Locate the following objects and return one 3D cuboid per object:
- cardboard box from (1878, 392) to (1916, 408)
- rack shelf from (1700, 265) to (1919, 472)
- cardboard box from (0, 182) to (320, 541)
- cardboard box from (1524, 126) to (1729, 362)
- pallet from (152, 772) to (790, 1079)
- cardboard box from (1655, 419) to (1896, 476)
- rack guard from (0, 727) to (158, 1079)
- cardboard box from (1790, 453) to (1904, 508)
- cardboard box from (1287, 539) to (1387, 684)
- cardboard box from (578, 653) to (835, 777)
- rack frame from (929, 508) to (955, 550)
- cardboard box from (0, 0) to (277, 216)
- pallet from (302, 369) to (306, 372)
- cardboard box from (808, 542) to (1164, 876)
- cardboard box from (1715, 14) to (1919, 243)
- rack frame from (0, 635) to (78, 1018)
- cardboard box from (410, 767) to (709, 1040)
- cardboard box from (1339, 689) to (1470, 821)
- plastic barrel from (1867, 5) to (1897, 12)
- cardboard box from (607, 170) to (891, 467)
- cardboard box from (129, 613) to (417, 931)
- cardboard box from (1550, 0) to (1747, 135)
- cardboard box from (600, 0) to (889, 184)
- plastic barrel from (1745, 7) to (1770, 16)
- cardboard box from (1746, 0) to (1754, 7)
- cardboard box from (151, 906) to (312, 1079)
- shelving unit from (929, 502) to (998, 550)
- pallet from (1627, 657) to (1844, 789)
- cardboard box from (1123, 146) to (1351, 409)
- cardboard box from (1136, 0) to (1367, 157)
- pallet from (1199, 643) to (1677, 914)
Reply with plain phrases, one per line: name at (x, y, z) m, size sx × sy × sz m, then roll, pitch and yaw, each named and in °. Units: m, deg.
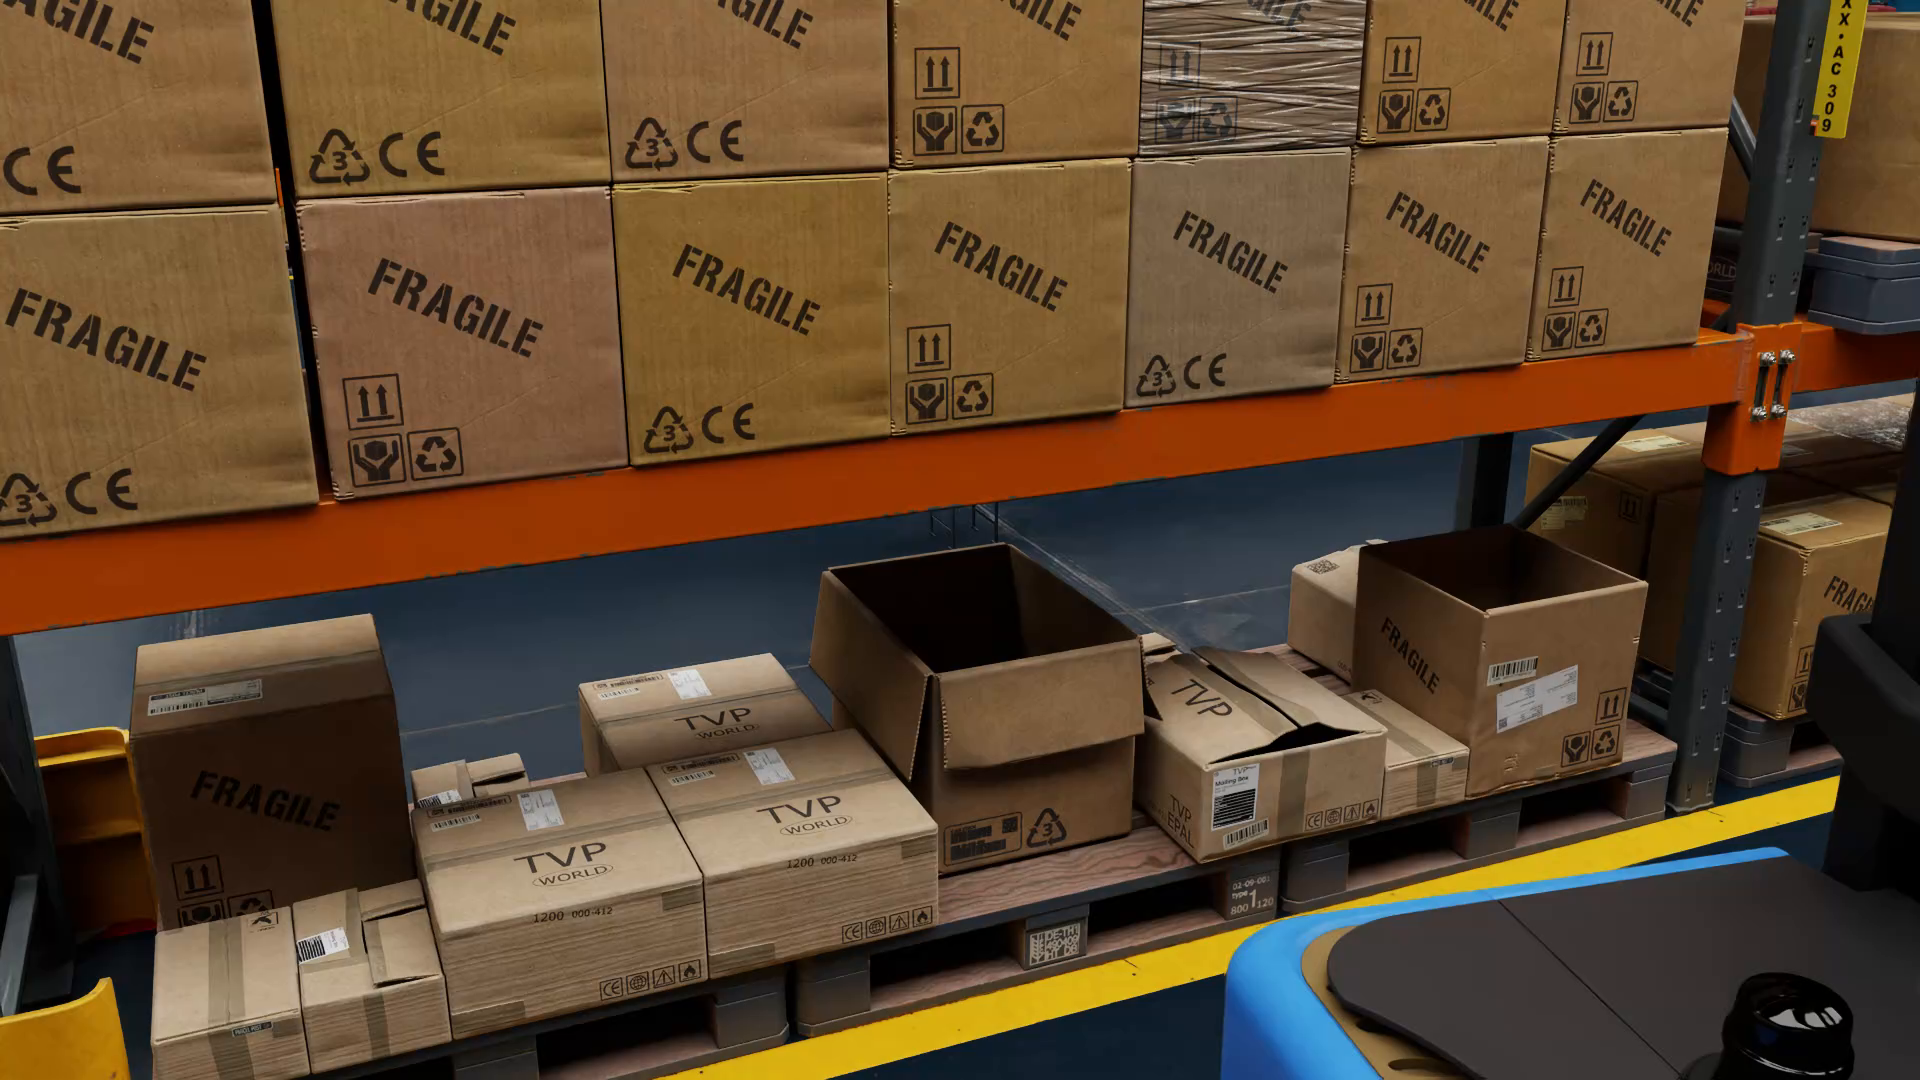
cardboard box at (3.495, -0.215, 5.718) m, size 0.500 × 0.500 × 0.500 m, roll -9°, pitch 21°, yaw -24°
rack shelf at (3.608, -0.762, 5.253) m, size 4.000 × 0.370 × 1.077 m, roll -8°, pitch 21°, yaw -22°
cardboard box at (-1.390, -0.337, 2.813) m, size 0.500 × 0.500 × 0.500 m, roll -8°, pitch 21°, yaw -21°
cardboard box at (1.414, -0.742, 3.961) m, size 0.500 × 0.500 × 0.500 m, roll -8°, pitch 21°, yaw -21°
pallet at (-1.100, 0.888, 3.682) m, size 1.213 × 0.211 × 1.003 m, roll -8°, pitch 21°, yaw -22°
cardboard box at (2.568, -0.082, 5.339) m, size 0.500 × 0.500 × 0.500 m, roll -8°, pitch 21°, yaw -22°
rack guard at (-1.832, 0.857, 3.336) m, size 0.348 × 0.500 × 1.175 m, roll -8°, pitch 21°, yaw -22°
cardboard box at (2.797, 0.070, 4.907) m, size 0.500 × 0.500 × 0.500 m, roll -8°, pitch 21°, yaw -21°
cardboard box at (1.300, 0.212, 4.791) m, size 0.500 × 0.311 × 0.500 m, roll -8°, pitch 21°, yaw -22°
cardboard box at (-0.616, 0.515, 4.021) m, size 0.500 × 0.250 × 0.500 m, roll -8°, pitch 21°, yaw -22°
rack frame at (-0.071, -0.556, 6.294) m, size 0.006 × 1.200 × 0.240 m, roll -8°, pitch 21°, yaw -22°
cardboard box at (-1.390, -0.809, 2.647) m, size 0.500 × 0.500 × 0.500 m, roll -7°, pitch 21°, yaw -20°
pallet at (-3.088, -0.605, 7.921) m, size 1.213 × 0.211 × 1.003 m, roll -8°, pitch 21°, yaw -22°
cardboard box at (0.048, 0.380, 4.022) m, size 0.637 × 0.503 × 0.797 m, roll -8°, pitch 21°, yaw -22°
cardboard box at (2.295, -1.078, 4.283) m, size 0.500 × 0.500 × 0.700 m, roll -17°, pitch 26°, yaw -40°
rack frame at (-1.902, -0.312, 2.892) m, size 0.127 × 3.000 × 1.000 m, roll -8°, pitch 21°, yaw -22°
cardboard box at (-0.831, 0.726, 3.420) m, size 0.500 × 0.250 × 0.500 m, roll -8°, pitch 21°, yaw -22°
cardboard box at (1.040, 0.528, 4.136) m, size 0.250 × 0.149 × 0.380 m, roll -8°, pitch 21°, yaw -22°
plastic barrel at (6.193, -3.407, 11.477) m, size 0.433 × 0.535 × 0.433 m, roll 0°, pitch 19°, yaw 0°
cardboard box at (-0.456, -0.472, 3.195) m, size 0.500 × 0.500 × 0.500 m, roll -8°, pitch 21°, yaw -22°
cardboard box at (-1.500, 0.513, 3.651) m, size 0.500 × 0.500 × 0.500 m, roll -8°, pitch 21°, yaw -22°
cardboard box at (1.409, -1.212, 3.791) m, size 0.500 × 0.500 × 0.500 m, roll -8°, pitch 21°, yaw -22°
cardboard box at (-0.451, -0.944, 3.031) m, size 0.500 × 0.500 × 0.500 m, roll -8°, pitch 21°, yaw -21°
plastic barrel at (5.122, -3.253, 11.041) m, size 0.433 × 0.535 × 0.433 m, roll 0°, pitch 19°, yaw 0°
cardboard box at (7.466, -5.407, 16.763) m, size 0.500 × 0.500 × 0.875 m, roll -8°, pitch 21°, yaw -22°
cardboard box at (-1.381, 0.875, 3.151) m, size 0.250 × 0.149 × 0.380 m, roll -8°, pitch 21°, yaw -22°
shelving unit at (0.013, -0.568, 6.328) m, size 0.189 × 1.200 × 0.258 m, roll -8°, pitch 21°, yaw -22°
pallet at (2.503, 0.358, 5.186) m, size 1.213 × 0.211 × 1.003 m, roll -8°, pitch 21°, yaw -22°
cardboard box at (0.470, -0.605, 3.573) m, size 0.500 × 0.500 × 0.500 m, roll -8°, pitch 21°, yaw -21°
cardboard box at (0.477, -1.077, 3.409) m, size 0.500 × 0.500 × 0.500 m, roll -8°, pitch 21°, yaw -21°
pallet at (1.140, 0.567, 4.594) m, size 1.213 × 0.211 × 1.003 m, roll -8°, pitch 21°, yaw -22°
